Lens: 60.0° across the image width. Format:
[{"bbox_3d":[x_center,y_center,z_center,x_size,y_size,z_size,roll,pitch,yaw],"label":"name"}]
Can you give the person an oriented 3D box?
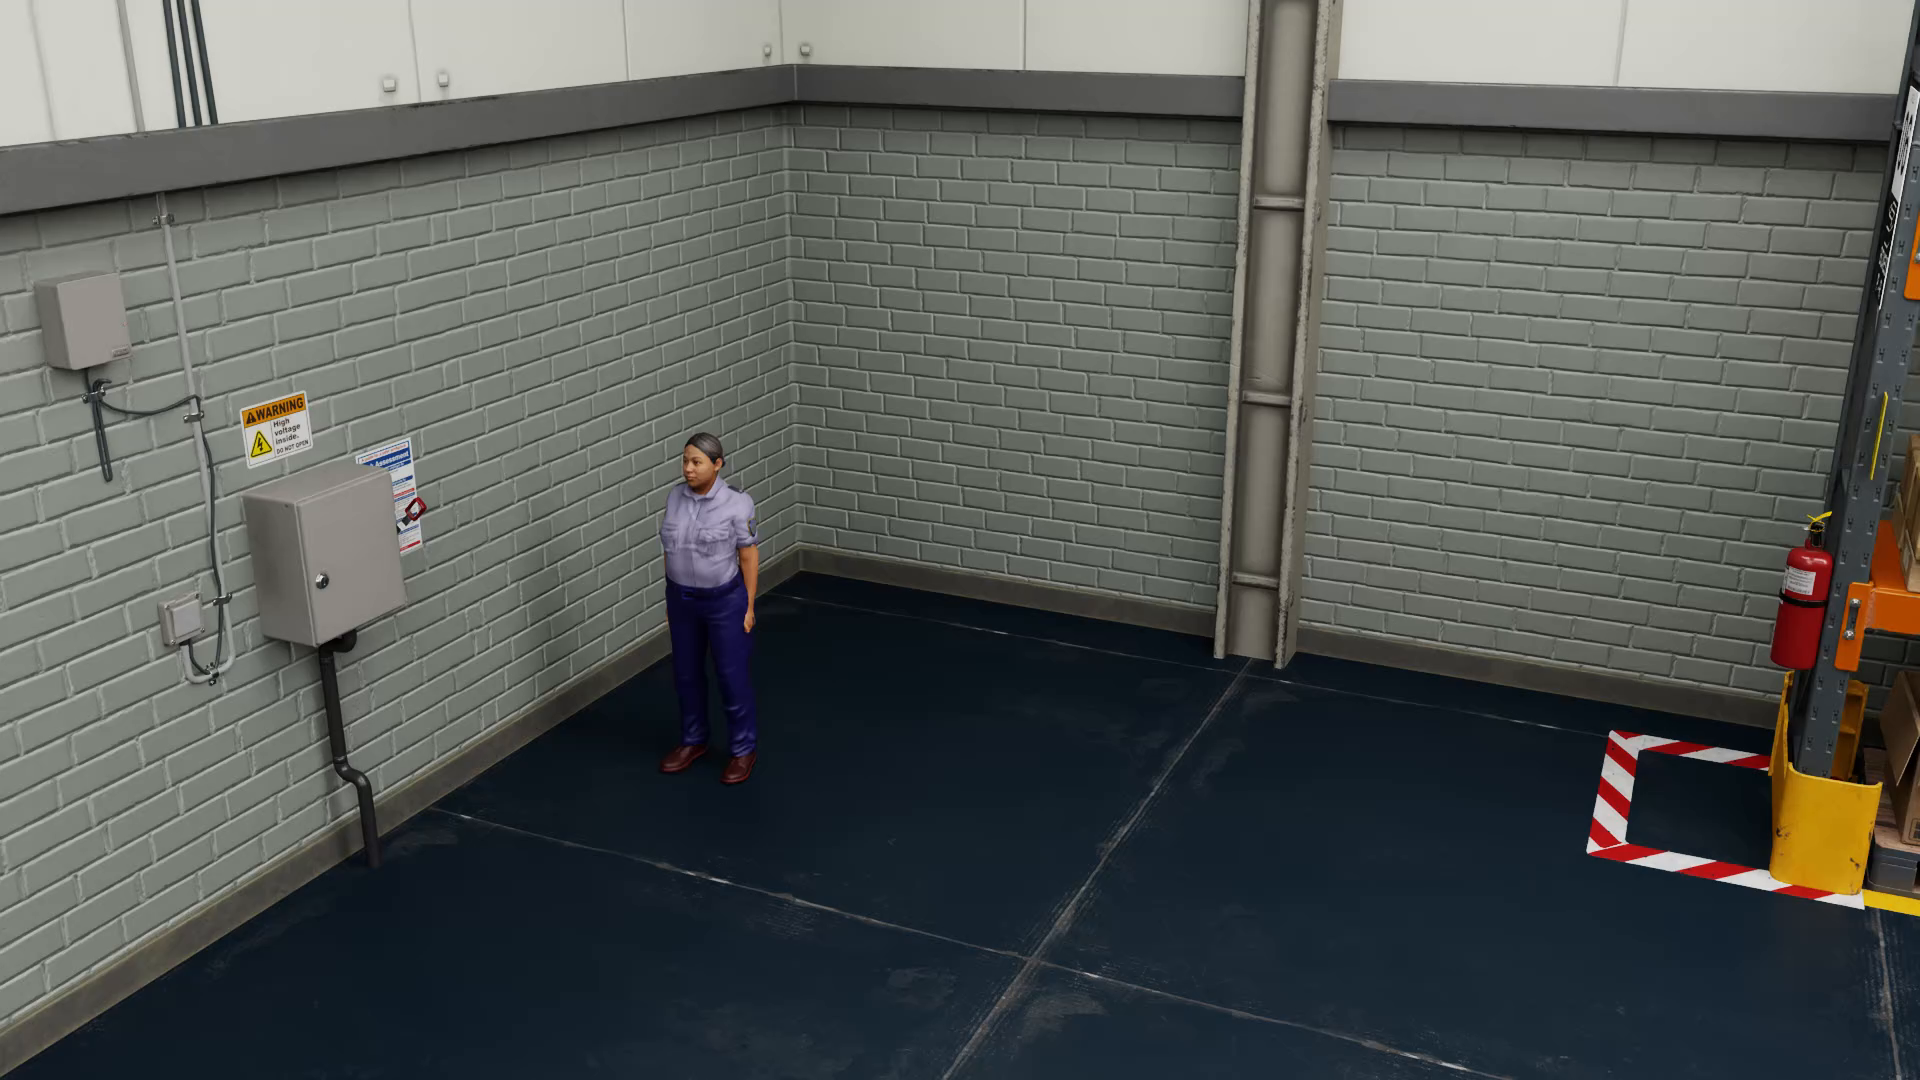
[{"bbox_3d":[-1.171,0.308,7.705,0.481,1.649,0.347,7,20,19],"label":"person"}]
